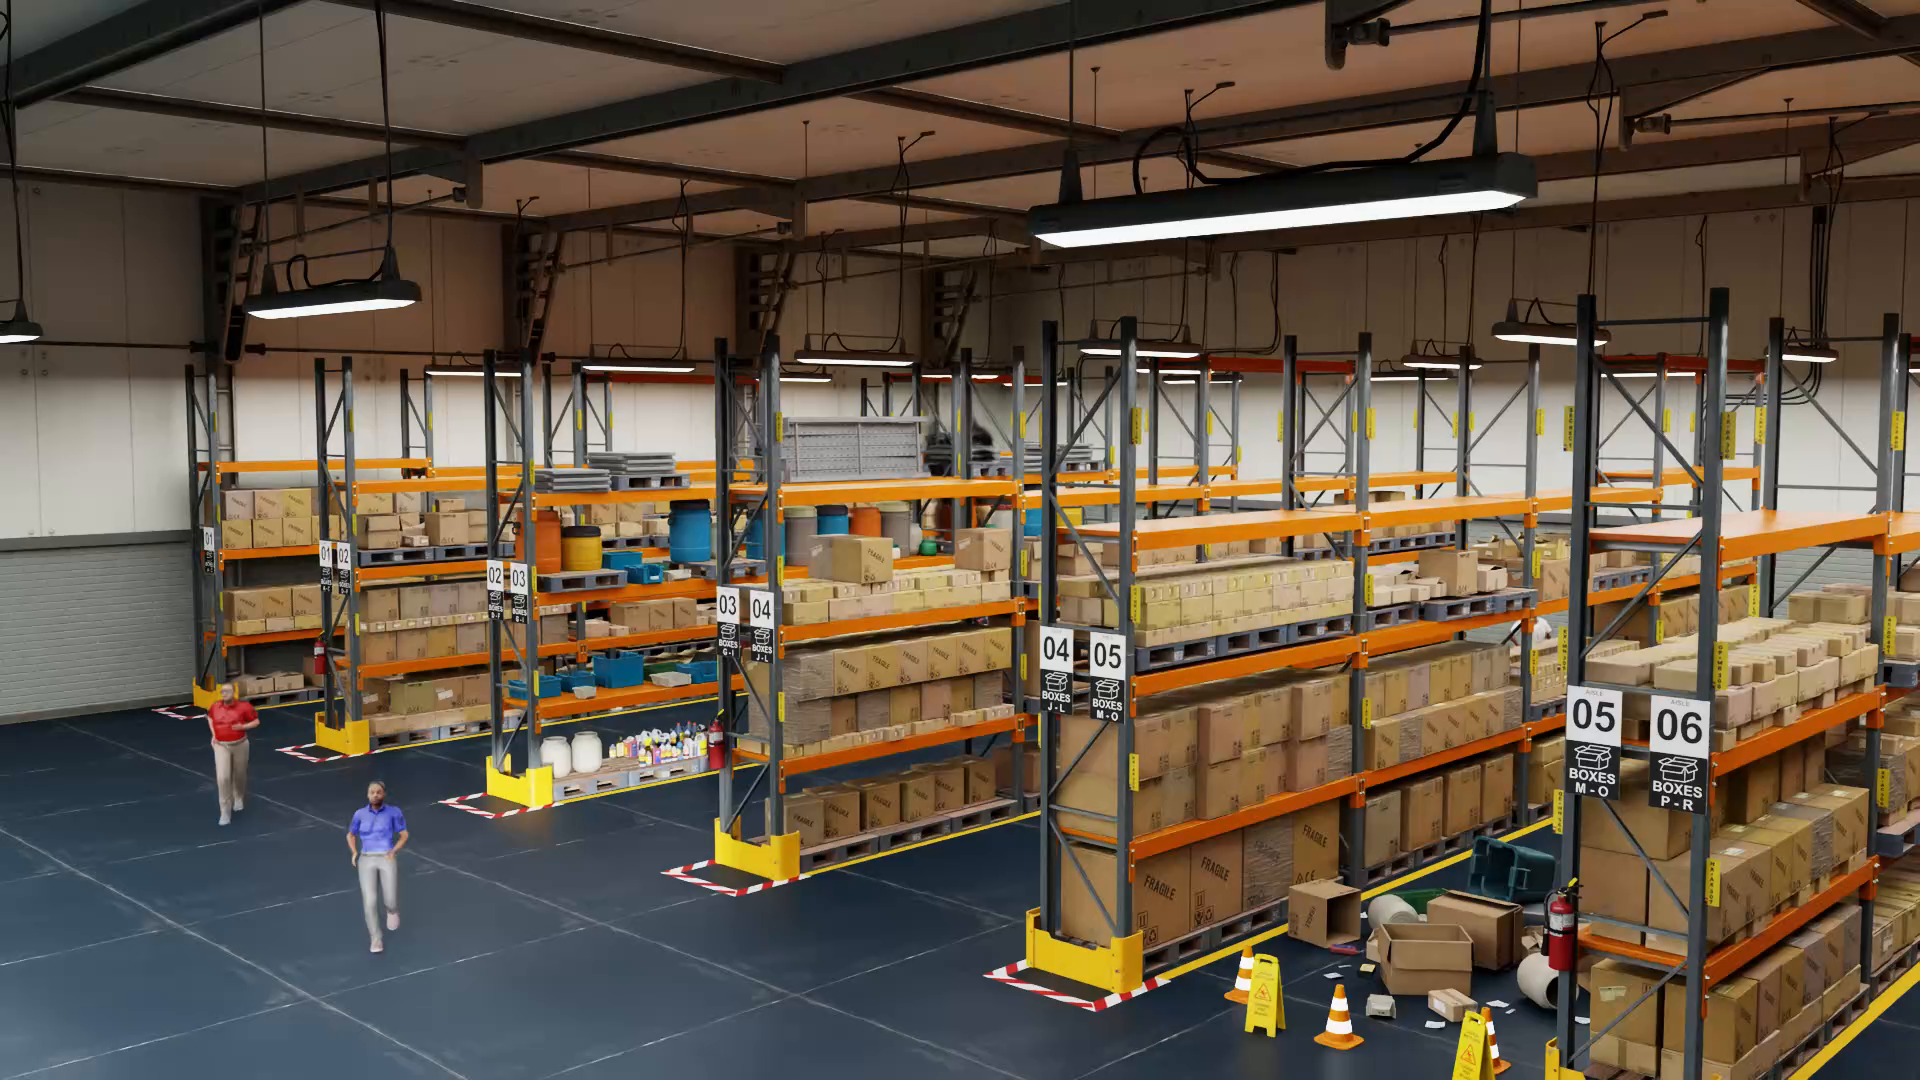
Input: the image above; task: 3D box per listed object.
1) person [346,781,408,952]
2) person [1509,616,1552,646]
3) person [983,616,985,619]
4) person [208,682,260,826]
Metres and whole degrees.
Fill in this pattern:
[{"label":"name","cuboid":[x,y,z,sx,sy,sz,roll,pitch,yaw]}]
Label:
[{"label":"person","cuboid":[-5.646,3.126,16.118,0.578,1.605,0.644,-1,5,-13]},{"label":"person","cuboid":[10.338,2.040,29.943,0.689,1.787,0.686,-1,5,-17]},{"label":"person","cuboid":[0.647,1.710,33.255,0.699,1.823,0.968,3,5,31]},{"label":"person","cuboid":[-9.251,2.689,21.191,0.635,1.782,0.871,-1,5,-17]}]
